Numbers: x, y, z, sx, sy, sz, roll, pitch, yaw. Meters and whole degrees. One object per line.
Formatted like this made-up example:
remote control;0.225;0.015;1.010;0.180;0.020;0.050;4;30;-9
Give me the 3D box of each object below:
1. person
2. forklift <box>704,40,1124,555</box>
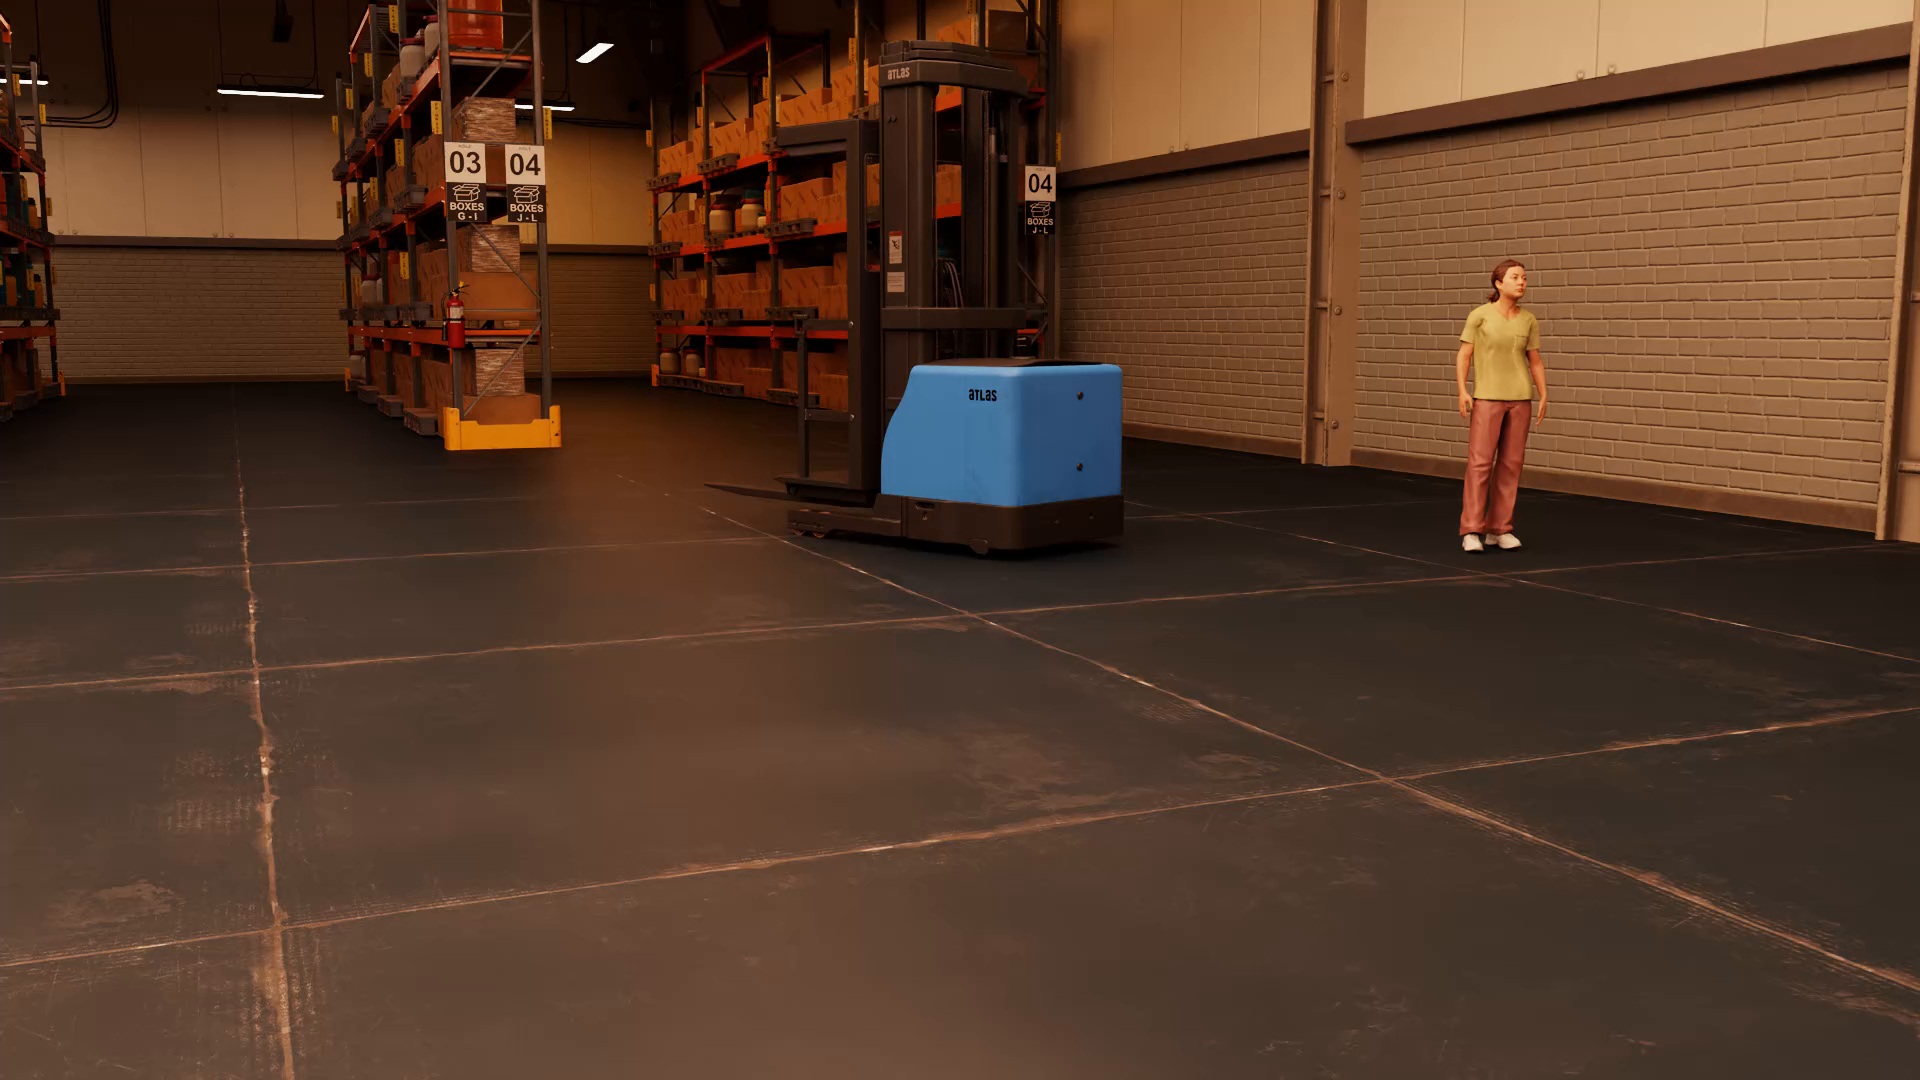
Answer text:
person;3.171;-0.788;9.666;0.552;1.673;0.549;-1;8;-4
forklift;-0.436;-1.509;10.383;3.031;2.935;1.130;7;10;44
